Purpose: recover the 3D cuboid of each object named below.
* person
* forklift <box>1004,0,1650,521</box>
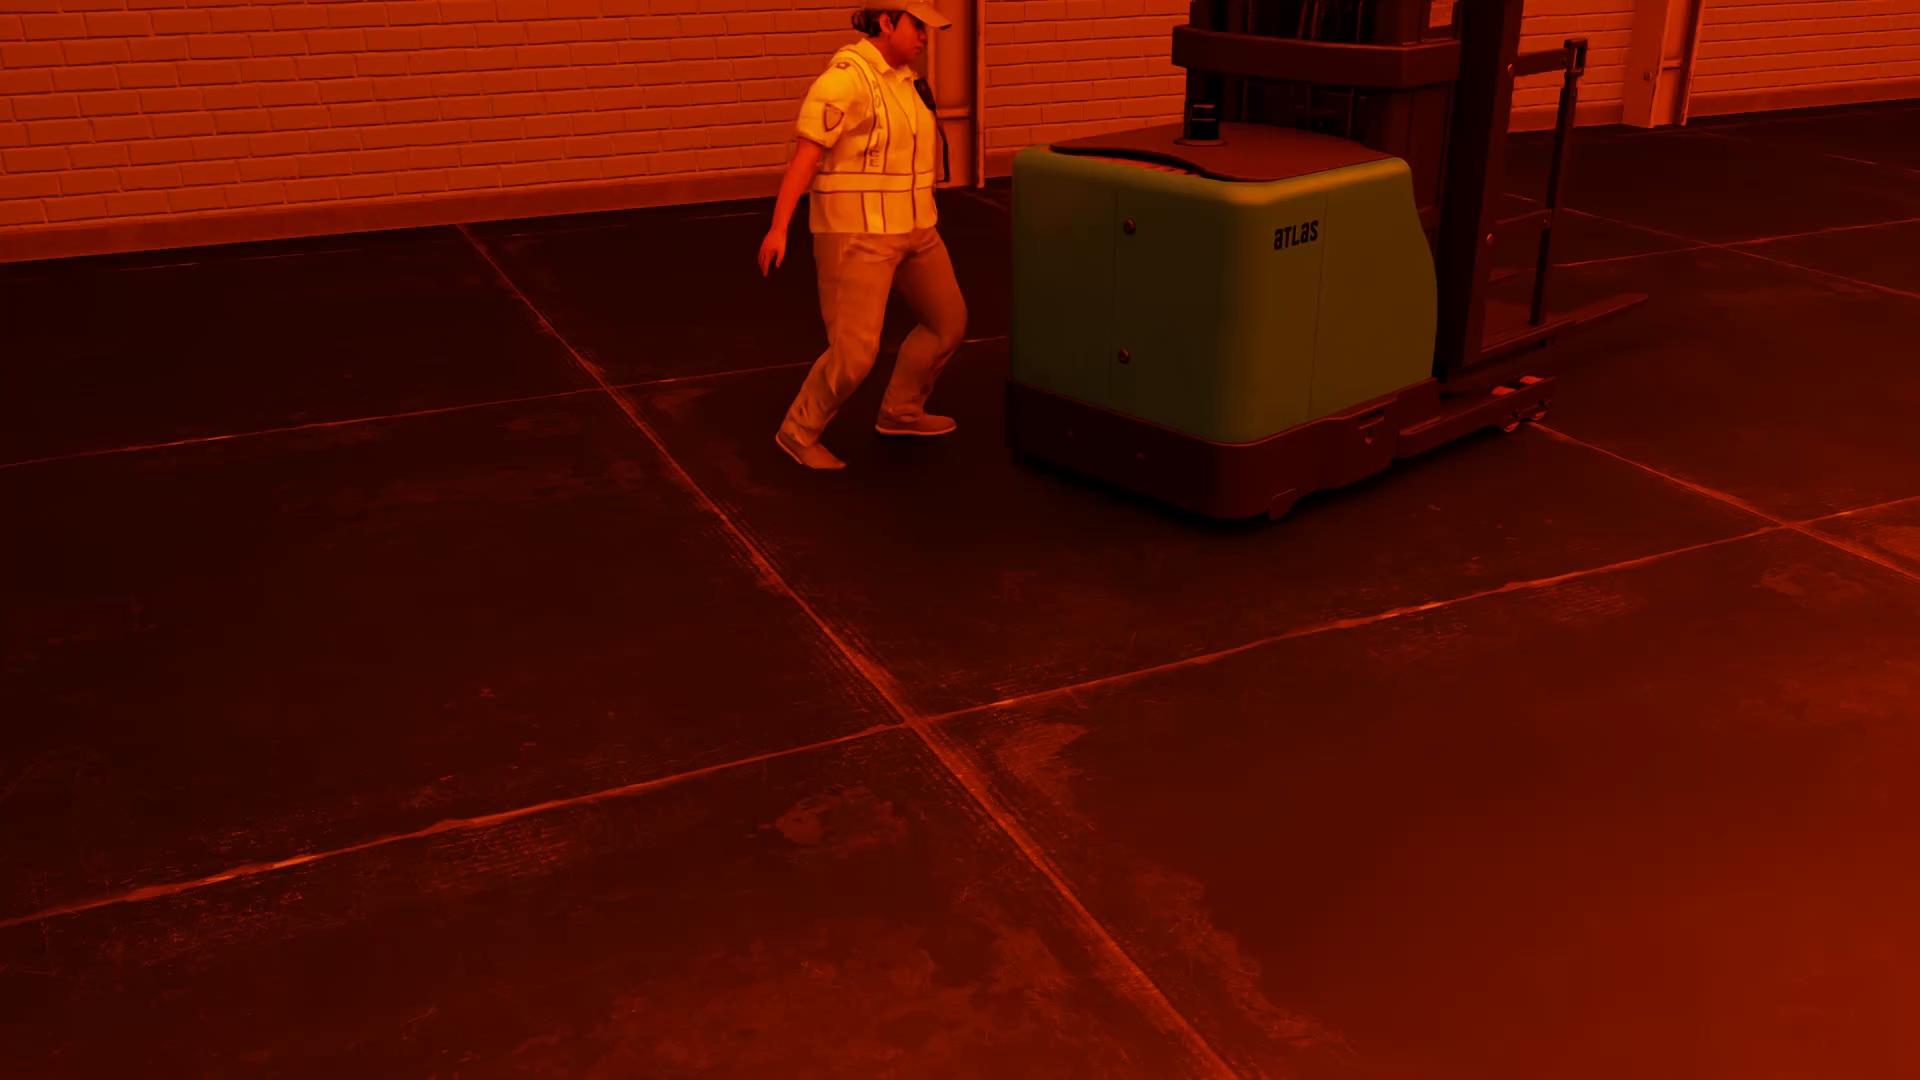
[{"bbox_3d":[-0.331,-1.017,5.532,0.511,1.628,0.841,16,28,34],"label":"person"},{"bbox_3d":[1.574,-1.875,5.799,3.031,2.935,1.130,-20,30,-39],"label":"forklift"}]
